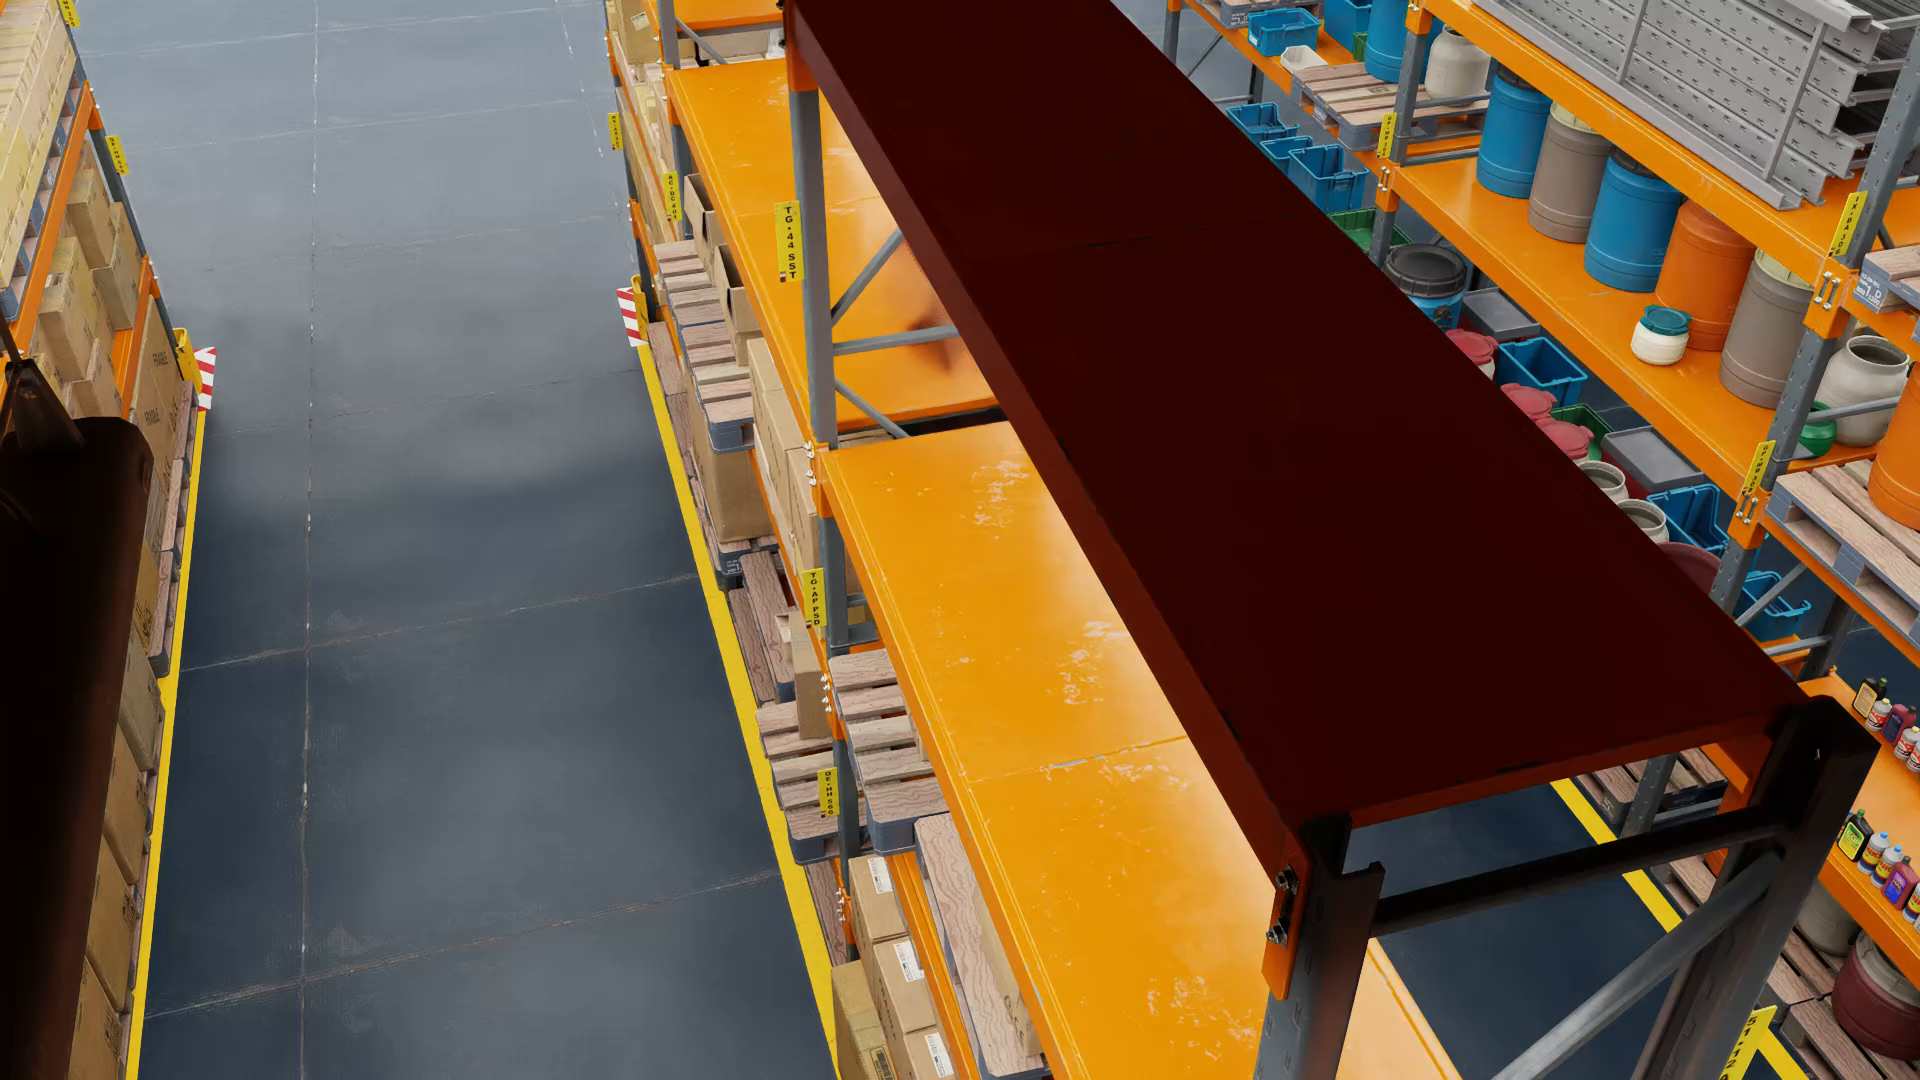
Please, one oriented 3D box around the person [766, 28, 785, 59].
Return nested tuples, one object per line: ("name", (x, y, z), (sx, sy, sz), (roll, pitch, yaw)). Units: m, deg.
("person", (-2.012, -5.136, 17.895), (0.779, 1.851, 0.616), (11, 40, 13))
